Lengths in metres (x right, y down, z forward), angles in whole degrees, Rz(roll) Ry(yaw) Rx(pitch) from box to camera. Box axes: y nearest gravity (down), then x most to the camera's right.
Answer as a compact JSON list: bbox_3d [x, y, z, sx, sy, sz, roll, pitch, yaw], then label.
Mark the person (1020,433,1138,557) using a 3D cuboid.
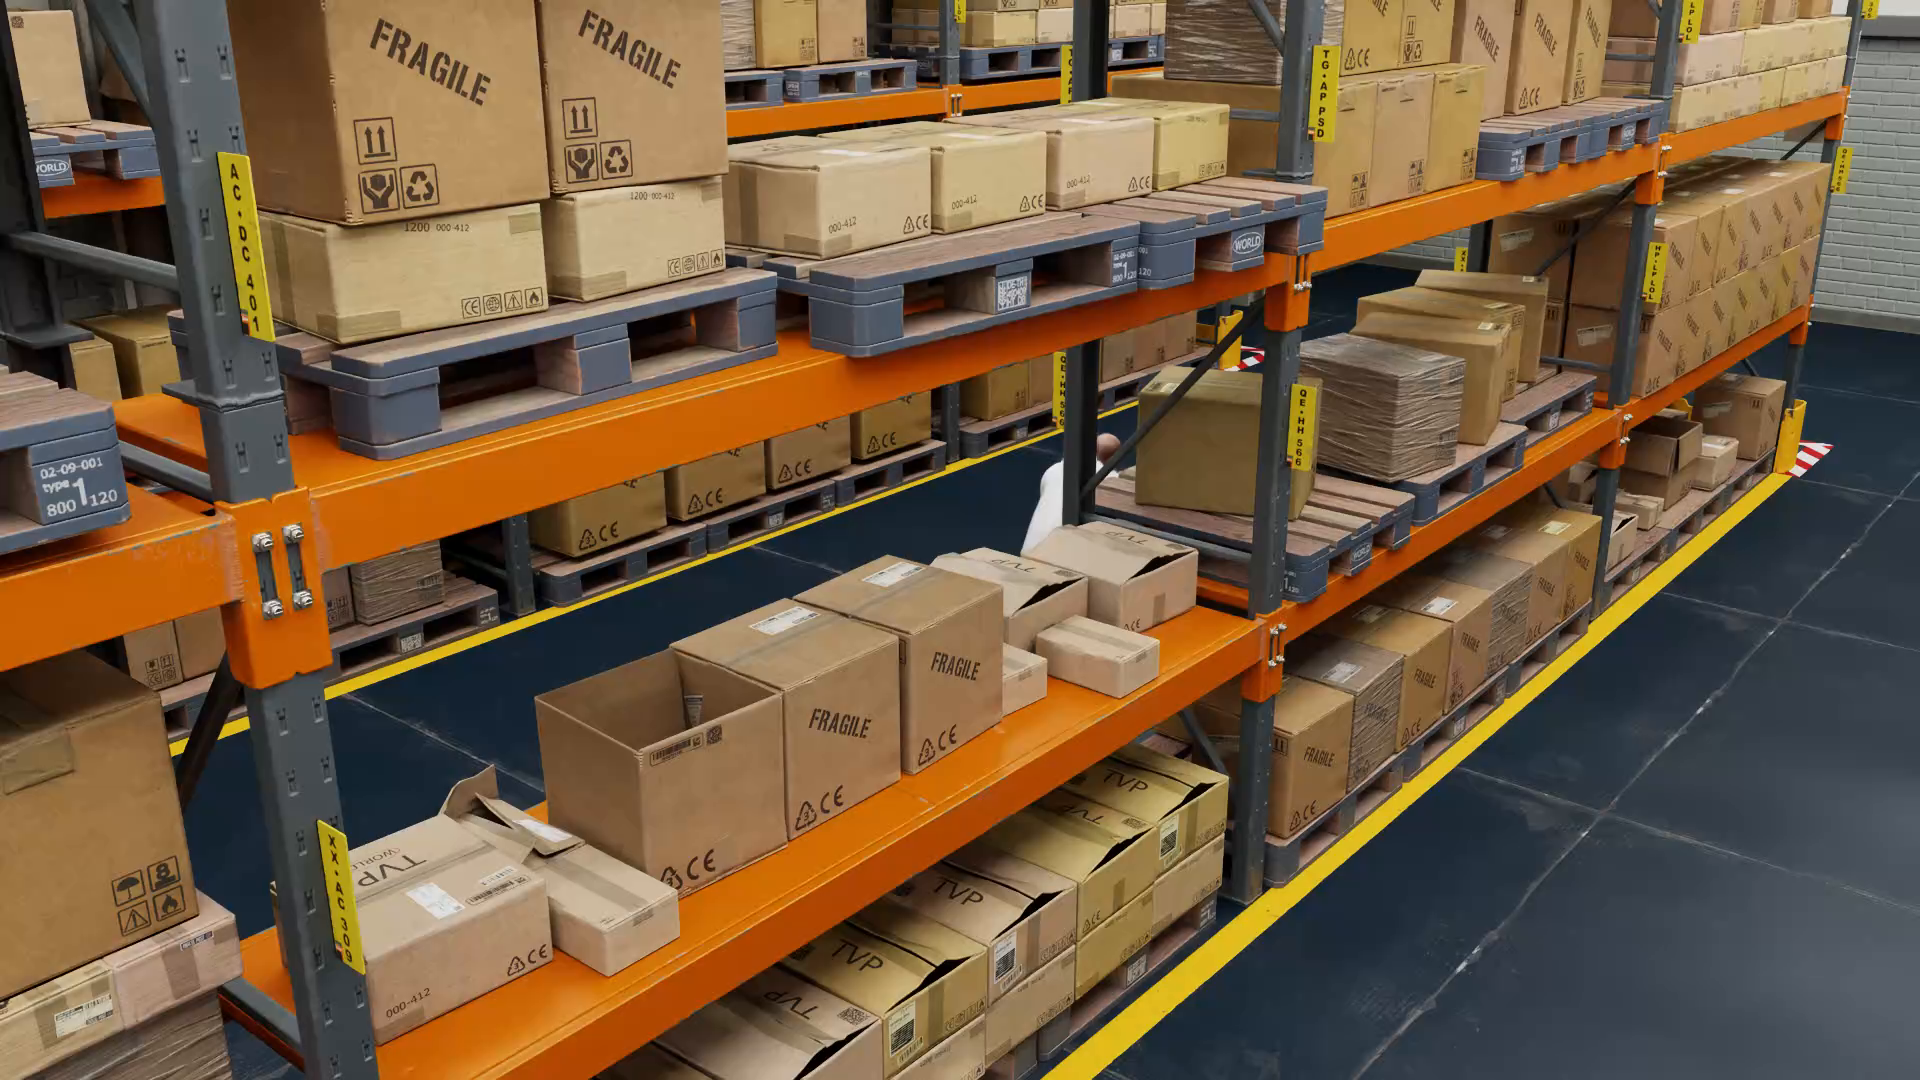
[{"bbox_3d":[0.630,0.099,9.072,0.631,1.271,0.793,16,25,37],"label":"person"}]
